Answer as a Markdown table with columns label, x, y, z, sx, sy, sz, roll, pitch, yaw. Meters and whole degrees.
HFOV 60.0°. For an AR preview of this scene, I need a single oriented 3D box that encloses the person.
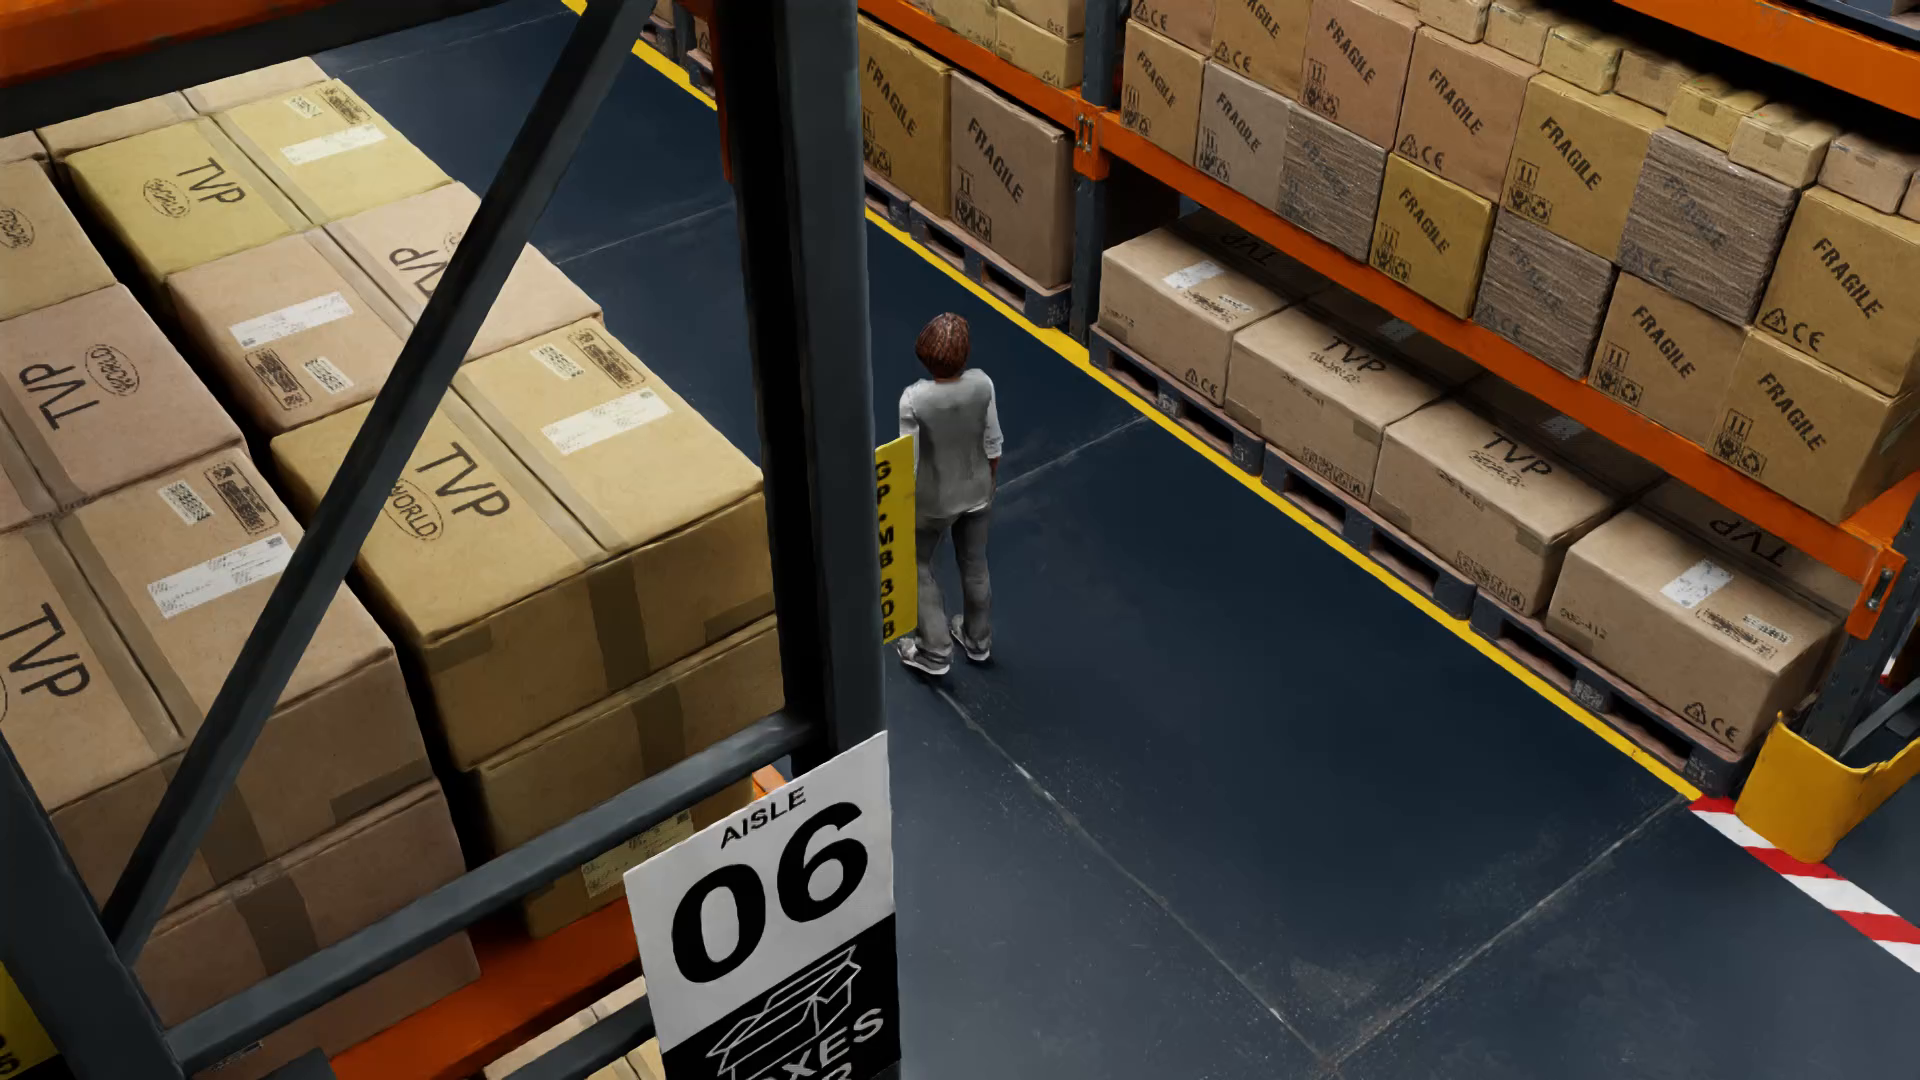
| label | x | y | z | sx | sy | sz | roll | pitch | yaw |
| --- | --- | --- | --- | --- | --- | --- | --- | --- | --- |
| person | -0.043 | -0.154 | 6.324 | 0.447 | 1.591 | 0.365 | -20 | 45 | -22 |
